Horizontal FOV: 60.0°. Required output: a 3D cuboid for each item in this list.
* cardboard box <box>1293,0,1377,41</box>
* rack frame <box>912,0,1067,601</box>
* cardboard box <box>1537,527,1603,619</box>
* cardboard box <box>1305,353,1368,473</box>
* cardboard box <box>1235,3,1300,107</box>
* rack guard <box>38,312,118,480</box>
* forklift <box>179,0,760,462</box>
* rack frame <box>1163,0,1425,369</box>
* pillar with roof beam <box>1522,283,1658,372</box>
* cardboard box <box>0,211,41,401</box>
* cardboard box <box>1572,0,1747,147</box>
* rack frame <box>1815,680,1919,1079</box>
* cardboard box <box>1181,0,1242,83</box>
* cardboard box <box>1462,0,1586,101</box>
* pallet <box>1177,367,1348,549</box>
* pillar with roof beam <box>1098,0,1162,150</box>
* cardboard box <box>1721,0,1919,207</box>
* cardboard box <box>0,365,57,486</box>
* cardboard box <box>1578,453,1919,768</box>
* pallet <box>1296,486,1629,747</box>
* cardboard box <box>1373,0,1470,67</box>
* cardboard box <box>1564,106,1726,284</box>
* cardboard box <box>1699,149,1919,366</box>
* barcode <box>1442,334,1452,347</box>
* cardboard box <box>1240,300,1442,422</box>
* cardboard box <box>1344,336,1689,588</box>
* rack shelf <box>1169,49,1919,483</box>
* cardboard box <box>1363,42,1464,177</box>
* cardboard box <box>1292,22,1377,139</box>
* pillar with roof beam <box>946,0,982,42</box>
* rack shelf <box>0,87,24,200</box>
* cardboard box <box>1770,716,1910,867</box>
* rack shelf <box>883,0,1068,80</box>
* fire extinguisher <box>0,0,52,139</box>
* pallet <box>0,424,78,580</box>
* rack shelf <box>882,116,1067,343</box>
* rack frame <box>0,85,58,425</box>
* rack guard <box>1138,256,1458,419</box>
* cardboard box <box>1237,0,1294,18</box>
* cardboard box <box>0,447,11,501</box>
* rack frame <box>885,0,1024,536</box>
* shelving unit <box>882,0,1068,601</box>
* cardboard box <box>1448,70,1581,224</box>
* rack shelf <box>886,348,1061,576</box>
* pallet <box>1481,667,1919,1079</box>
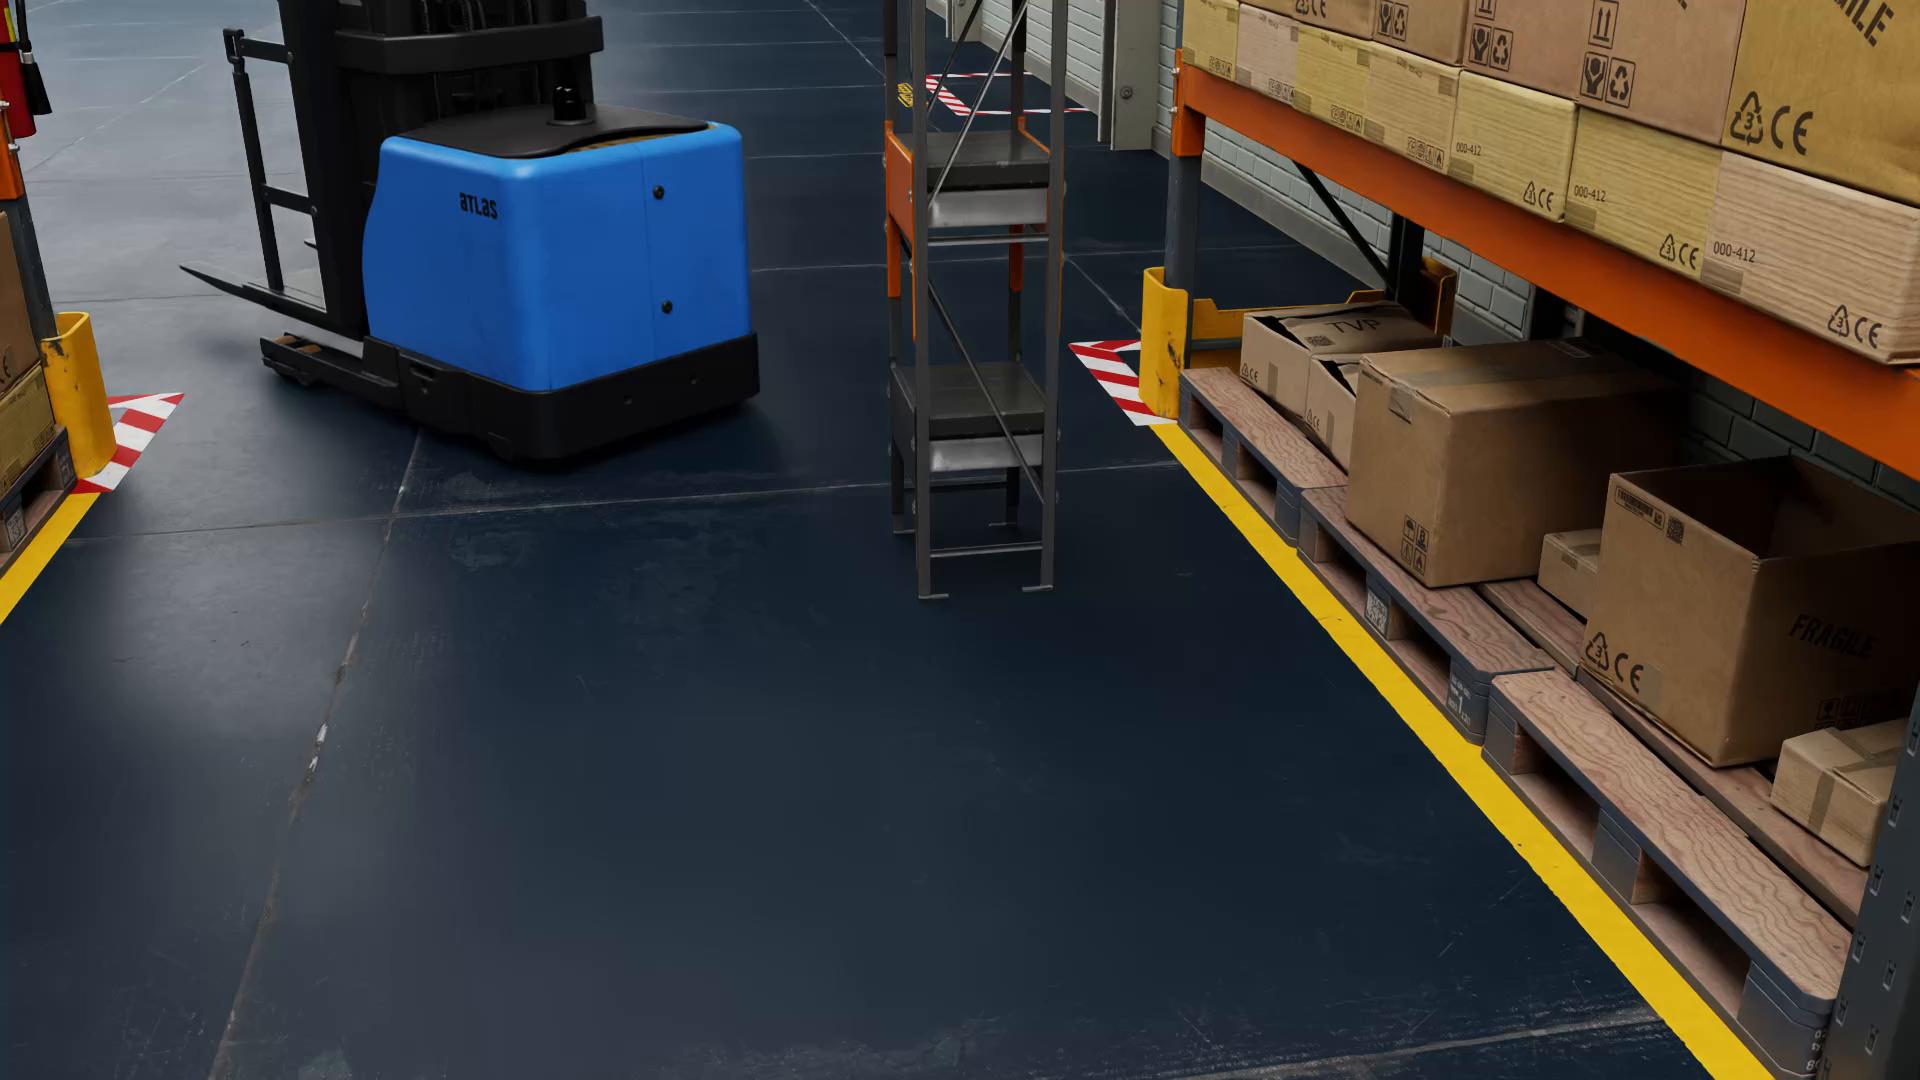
[{"bbox_3d":[1.248,-1.644,4.492,0.500,0.500,0.500,-5,24,-11],"label":"cardboard box"},{"bbox_3d":[0.076,-0.801,4.461,0.400,2.100,0.015,-4,24,-10],"label":"rack frame"},{"bbox_3d":[1.748,0.079,4.335,0.380,0.149,0.250,-6,24,-14],"label":"cardboard box"},{"bbox_3d":[1.429,-0.435,5.309,0.500,0.311,0.500,-2,24,-5],"label":"cardboard box"},{"bbox_3d":[1.173,-1.491,5.078,0.500,0.250,0.500,-5,24,-11],"label":"cardboard box"},{"bbox_3d":[-3.588,-0.465,5.690,1.175,0.500,0.348,-4,24,-10],"label":"rack guard"},{"bbox_3d":[-2.205,-2.094,6.383,3.031,2.935,1.130,20,30,37],"label":"forklift"},{"bbox_3d":[1.284,-1.969,6.011,1.000,3.000,0.127,-4,24,-10],"label":"rack frame"},{"bbox_3d":[-1.967,-4.188,3.597,9.100,9.000,0.400,-4,24,-10],"label":"pillar with roof beam"},{"bbox_3d":[-3.192,-0.688,5.051,0.500,0.500,0.500,-4,24,-10],"label":"cardboard box"},{"bbox_3d":[1.535,-1.039,3.106,0.500,0.500,0.500,-4,24,-10],"label":"cardboard box"},{"bbox_3d":[2.021,-0.395,2.408,0.949,2.616,0.053,-4,24,-10],"label":"rack frame"},{"bbox_3d":[1.063,-1.694,5.543,0.500,0.250,0.500,-5,24,-11],"label":"cardboard box"},{"bbox_3d":[1.452,-1.238,3.561,0.500,0.500,0.500,-5,24,-11],"label":"cardboard box"},{"bbox_3d":[1.414,-0.339,5.763,1.003,0.211,1.213,-4,24,-10],"label":"pallet"},{"bbox_3d":[-3.076,-6.548,9.000,9.100,9.000,0.400,-4,24,-10],"label":"pillar with roof beam"},{"bbox_3d":[1.633,-0.843,2.657,0.500,0.500,0.500,-4,24,-10],"label":"cardboard box"},{"bbox_3d":[-3.194,-0.344,5.201,0.500,0.250,0.500,-4,24,-10],"label":"cardboard box"},{"bbox_3d":[1.793,0.143,3.748,0.500,0.500,0.500,-6,24,-14],"label":"cardboard box"},{"bbox_3d":[1.636,0.140,4.666,1.003,0.211,1.213,-4,24,-10],"label":"pallet"},{"bbox_3d":[1.355,-1.442,4.030,0.500,0.500,0.500,-4,24,-8],"label":"cardboard box"},{"bbox_3d":[1.555,-0.697,3.260,0.500,0.250,0.500,-4,24,-10],"label":"cardboard box"},{"bbox_3d":[1.639,-0.500,2.809,0.500,0.250,0.500,-4,24,-10],"label":"cardboard box"},{"bbox_3d":[1.720,-0.686,5.872,0.001,0.075,0.075,-4,24,-10],"label":"barcode"},{"bbox_3d":[1.324,-0.660,5.822,0.500,0.311,0.500,-7,25,-16],"label":"cardboard box"},{"bbox_3d":[1.516,-0.230,4.602,0.700,0.500,0.500,-6,24,-13],"label":"cardboard box"},{"bbox_3d":[1.654,-0.853,4.353,1.077,0.370,4.000,-4,24,-10],"label":"rack shelf"},{"bbox_3d":[1.352,-1.091,4.163,0.500,0.250,0.500,-4,24,-9],"label":"cardboard box"},{"bbox_3d":[1.261,-1.290,4.618,0.500,0.250,0.500,-5,24,-11],"label":"cardboard box"},{"bbox_3d":[-4.186,-8.908,14.404,9.100,9.000,0.400,-4,24,-10],"label":"pillar with roof beam"},{"bbox_3d":[-3.213,-0.485,3.511,1.077,0.370,4.000,-4,24,-10],"label":"rack shelf"},{"bbox_3d":[1.896,0.493,3.364,0.380,0.166,0.250,-8,25,-17],"label":"cardboard box"},{"bbox_3d":[0.031,-1.526,4.406,0.431,0.518,0.480,-4,24,-10],"label":"rack shelf"},{"bbox_3d":[-3.149,-1.646,5.368,0.296,0.674,0.183,-4,24,-10],"label":"fire extinguisher"},{"bbox_3d":[-3.401,-0.025,5.044,1.003,0.211,1.213,-4,24,-10],"label":"pallet"},{"bbox_3d":[0.031,-0.885,4.686,0.431,0.518,0.480,-4,24,-10],"label":"rack shelf"},{"bbox_3d":[-3.583,-1.601,5.168,1.000,3.000,0.127,-4,24,-10],"label":"rack frame"},{"bbox_3d":[1.298,-0.794,6.442,1.175,0.500,0.348,-4,24,-10],"label":"rack guard"},{"bbox_3d":[1.159,-1.848,4.959,0.500,0.500,0.500,-4,24,-10],"label":"cardboard box"},{"bbox_3d":[-3.089,-0.148,4.753,0.500,0.250,0.500,-4,24,-10],"label":"cardboard box"},{"bbox_3d":[-0.015,-0.993,4.900,0.400,2.100,0.015,-4,24,-10],"label":"rack frame"},{"bbox_3d":[0.031,-0.897,4.681,0.431,2.100,0.503,-4,24,-10],"label":"shelving unit"},{"bbox_3d":[1.446,-0.893,3.710,0.500,0.250,0.500,-4,24,-10],"label":"cardboard box"},{"bbox_3d":[0.031,-0.243,4.966,0.431,0.518,0.480,-4,24,-10],"label":"rack shelf"},{"bbox_3d":[1.865,0.621,3.565,1.003,0.211,1.213,-4,24,-10],"label":"pallet"}]
